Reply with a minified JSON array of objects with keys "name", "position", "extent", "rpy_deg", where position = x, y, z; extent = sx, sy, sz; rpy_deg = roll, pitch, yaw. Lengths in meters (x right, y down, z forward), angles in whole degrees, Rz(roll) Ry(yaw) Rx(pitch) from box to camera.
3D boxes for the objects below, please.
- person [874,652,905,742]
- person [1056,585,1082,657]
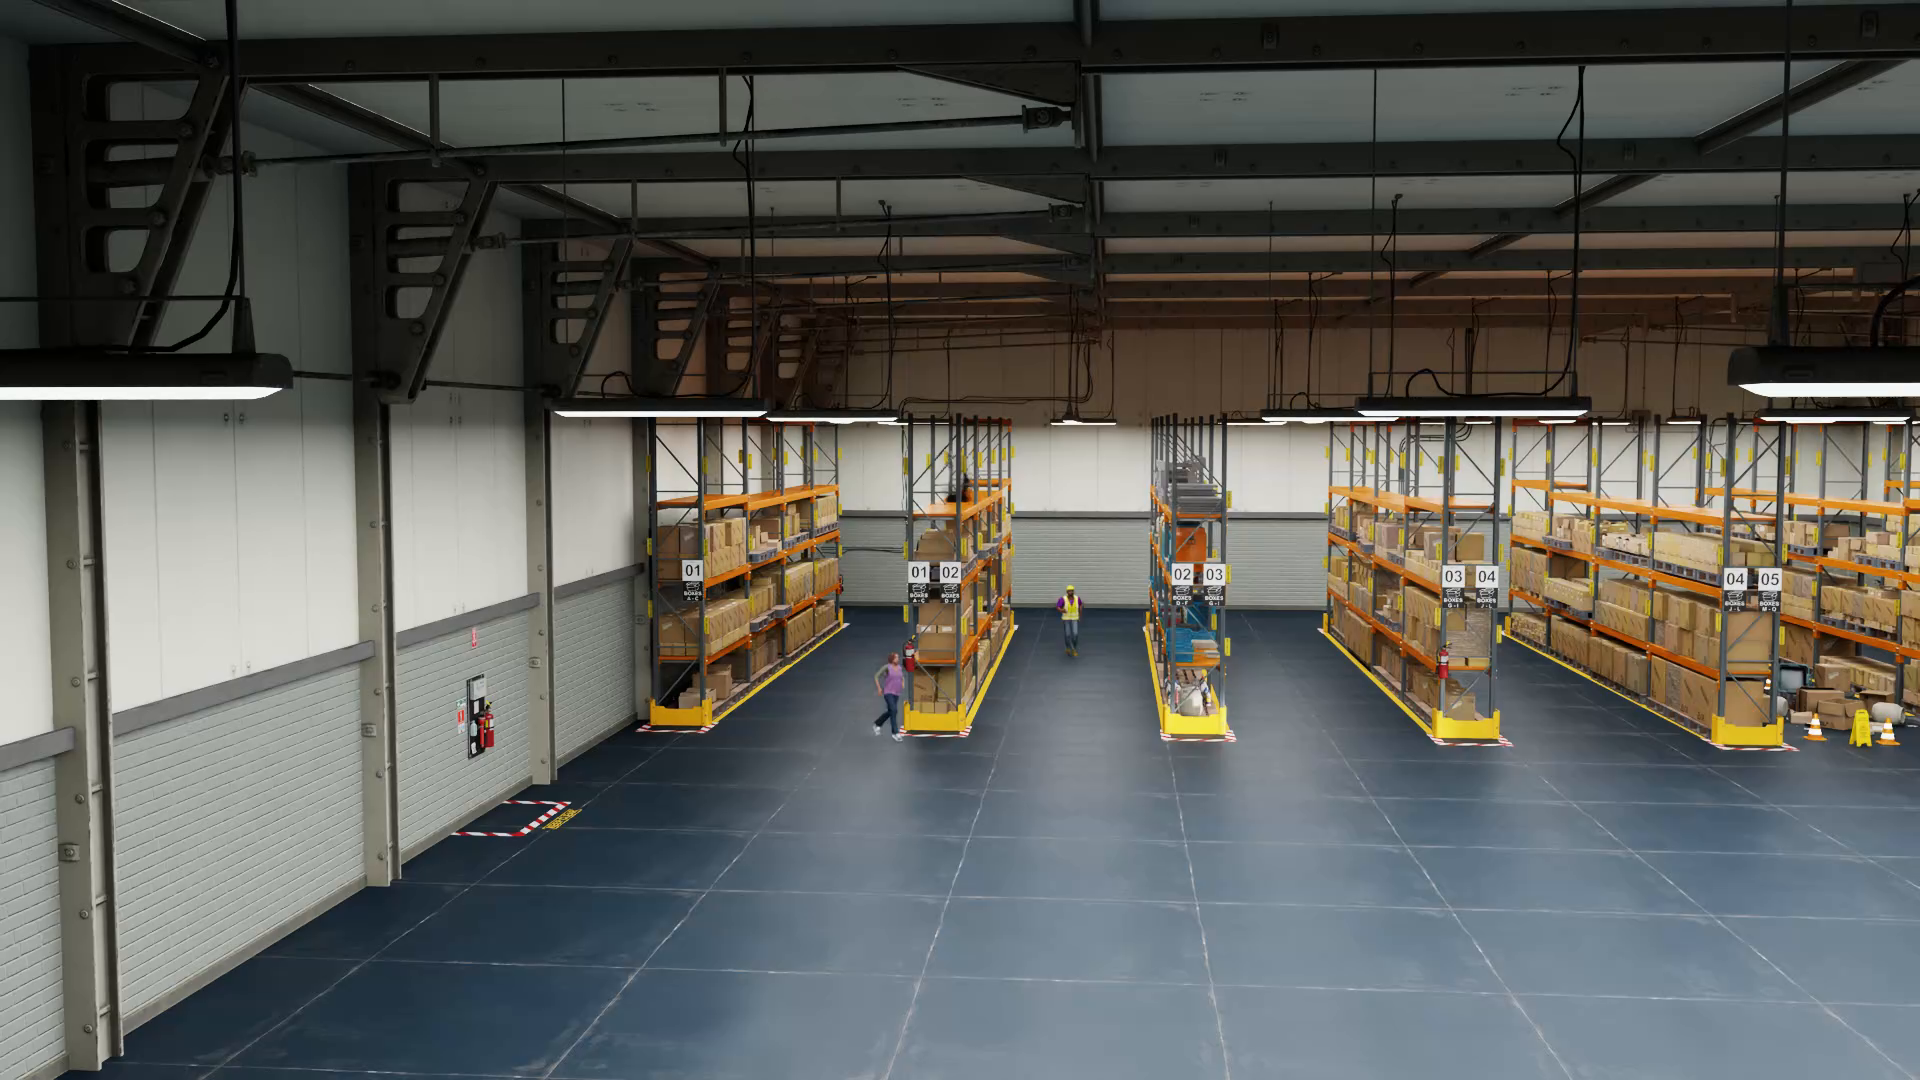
[{"name":"person","position":[-1.237,2.862,30.642],"extent":[0.562,1.581,0.816],"rpy_deg":[-4,5,-43]},{"name":"person","position":[2.760,2.043,41.816],"extent":[0.676,1.818,0.752],"rpy_deg":[0,4,-1]}]
